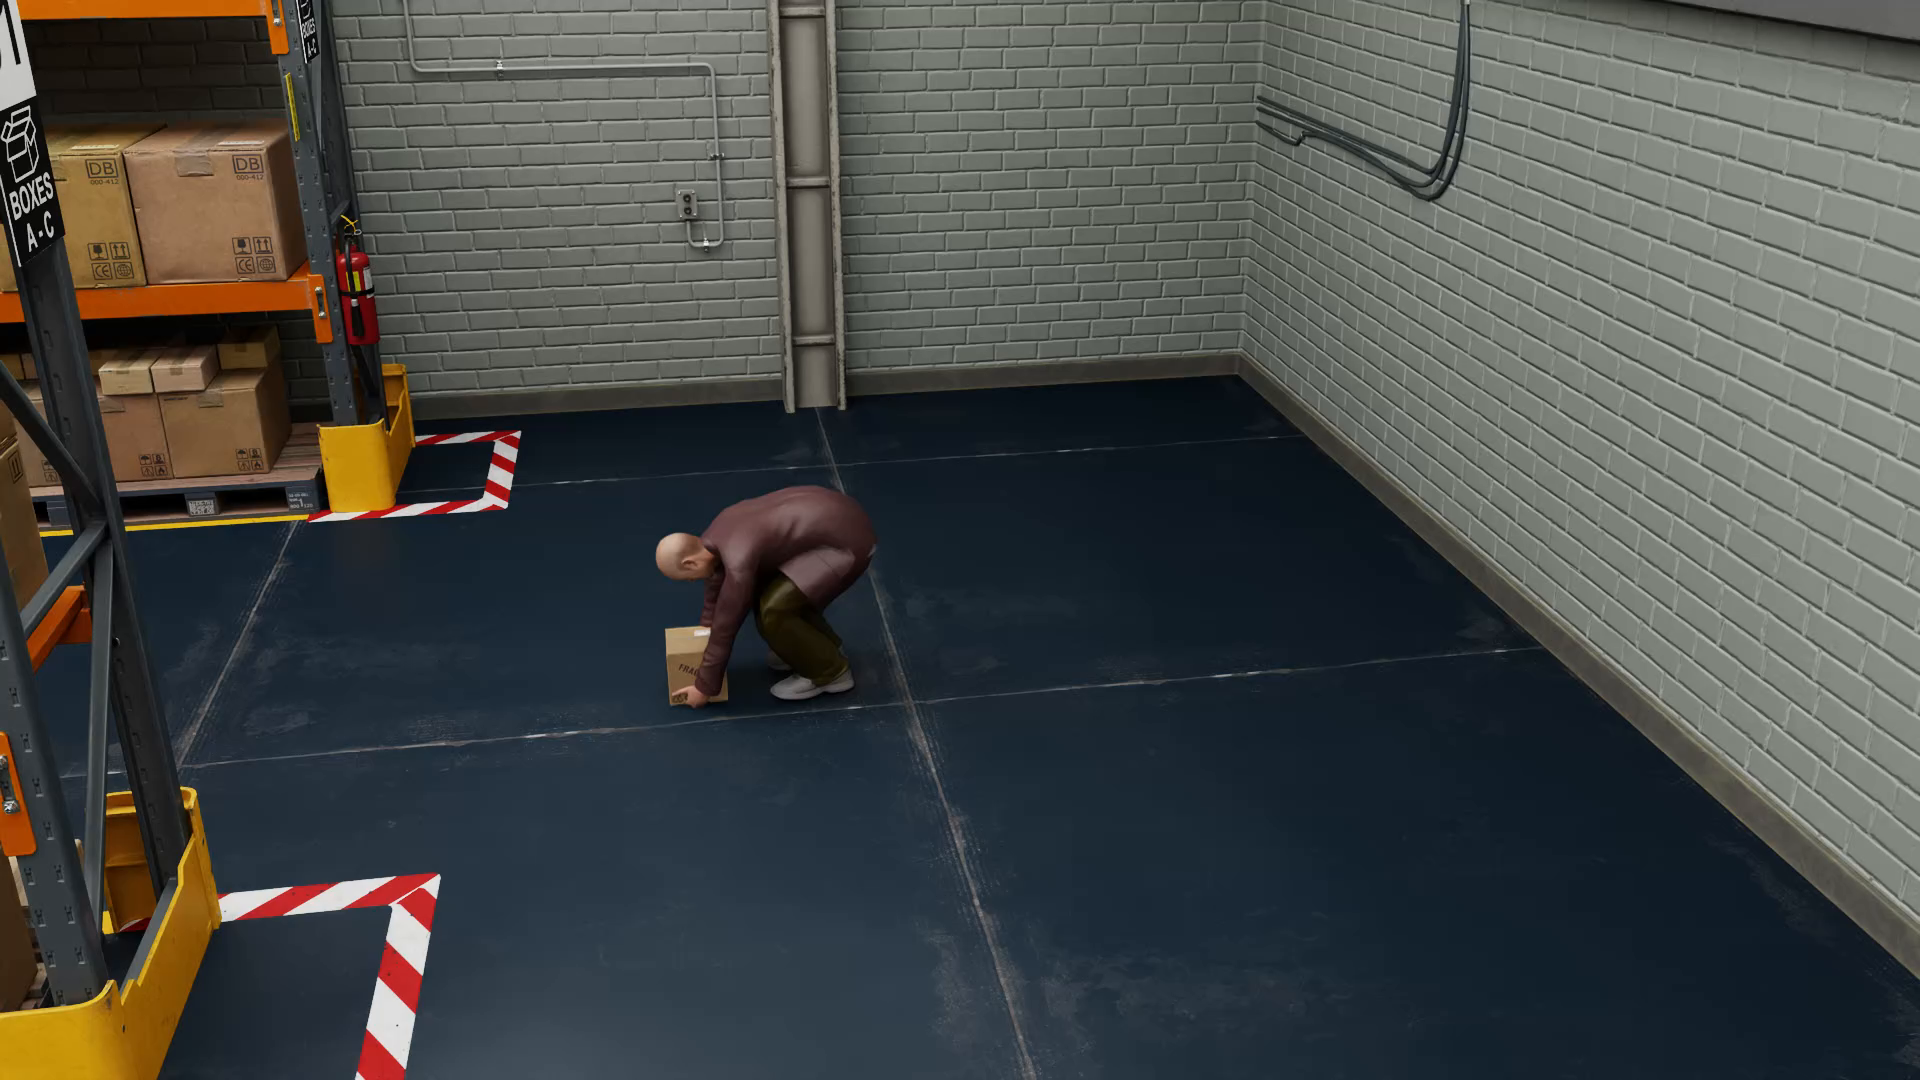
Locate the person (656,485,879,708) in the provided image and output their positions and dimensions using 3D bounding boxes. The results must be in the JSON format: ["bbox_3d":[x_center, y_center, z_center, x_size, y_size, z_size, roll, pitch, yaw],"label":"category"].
[{"bbox_3d":[-0.824,0.230,7.222,0.952,0.911,0.594,-5,24,-12],"label":"person"}]
